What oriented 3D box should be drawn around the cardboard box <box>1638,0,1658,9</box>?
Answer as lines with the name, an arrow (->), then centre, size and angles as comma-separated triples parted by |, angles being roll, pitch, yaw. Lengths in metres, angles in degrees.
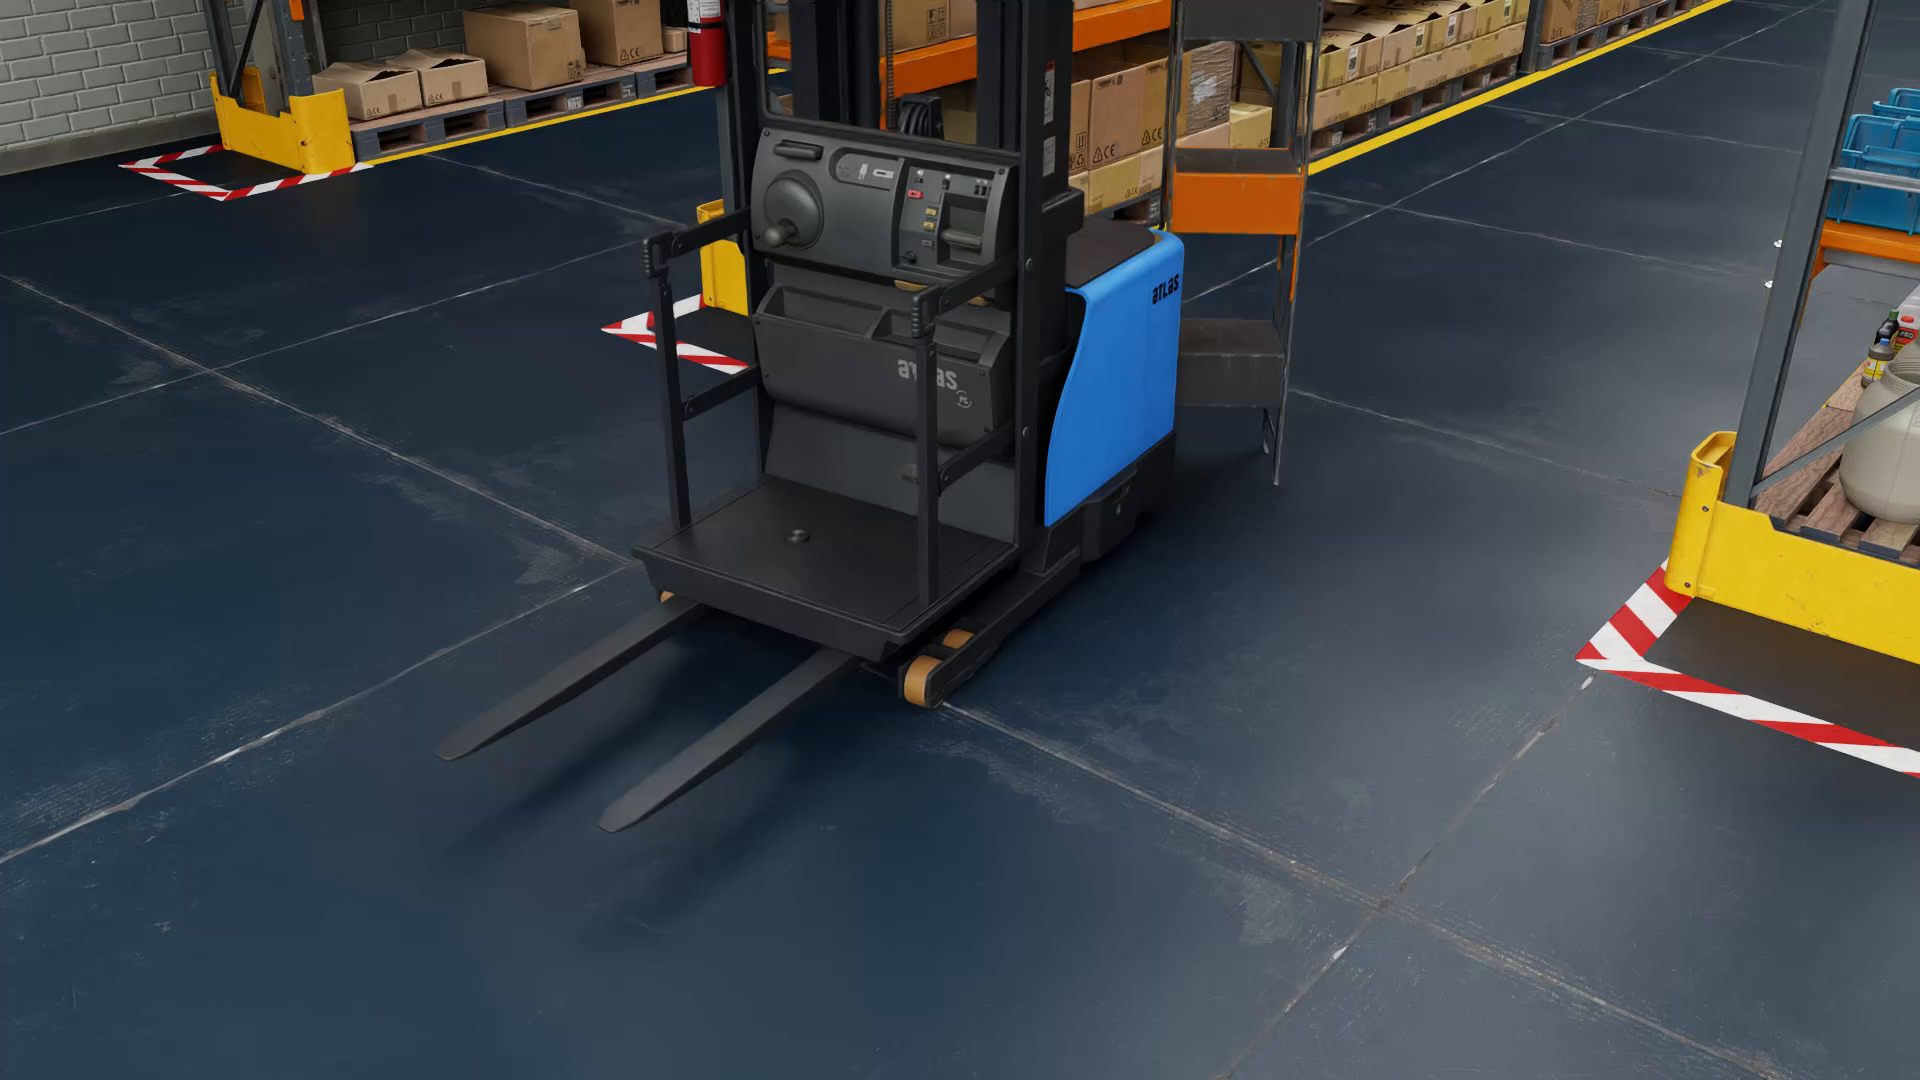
cardboard box -> 6.118, -5.195, 15.270 | 0.500, 0.500, 0.500 | 21, 34, 35

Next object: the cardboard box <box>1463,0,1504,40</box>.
cardboard box -> 3.838, -4.072, 12.782 | 0.500, 0.311, 0.500 | 20, 34, 34

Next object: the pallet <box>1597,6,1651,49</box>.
pallet -> 5.587, -4.747, 15.197 | 1.003, 0.211, 1.213 | 21, 34, 34

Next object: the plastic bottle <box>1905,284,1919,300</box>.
plastic bottle -> 4.239, -1.005, 7.331 | 0.144, 0.351, 0.185 | 22, 35, 36

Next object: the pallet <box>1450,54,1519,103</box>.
pallet -> 3.753, -3.782, 13.332 | 1.003, 0.211, 1.213 | 21, 34, 34

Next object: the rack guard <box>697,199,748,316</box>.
rack guard -> -0.797, -1.346, 8.308 | 1.175, 0.500, 0.348 | 21, 34, 34

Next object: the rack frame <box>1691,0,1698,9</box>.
rack frame -> 6.851, -6.720, 15.975 | 1.000, 3.000, 0.127 | 21, 34, 34

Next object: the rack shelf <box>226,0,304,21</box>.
rack shelf -> -3.335, -4.301, 12.082 | 1.077, 0.370, 4.000 | 21, 34, 34

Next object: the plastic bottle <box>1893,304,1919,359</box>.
plastic bottle -> 4.049, -0.862, 7.138 | 0.152, 0.276, 0.135 | 21, 34, 35

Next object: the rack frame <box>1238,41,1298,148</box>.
rack frame -> 1.762, -3.883, 10.492 | 1.000, 3.000, 0.127 | 21, 34, 34

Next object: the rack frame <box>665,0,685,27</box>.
rack frame -> -2.063, -5.330, 13.288 | 1.000, 3.000, 0.127 | 21, 34, 34

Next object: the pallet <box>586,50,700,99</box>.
pallet -> -2.463, -3.843, 13.448 | 1.003, 0.211, 1.213 | 21, 34, 34

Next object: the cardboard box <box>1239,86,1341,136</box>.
cardboard box -> 2.210, -2.919, 11.163 | 0.500, 0.250, 0.500 | 20, 33, 33

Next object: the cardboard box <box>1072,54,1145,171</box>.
cardboard box -> 0.687, -2.419, 9.382 | 0.500, 0.500, 0.500 | 21, 34, 34

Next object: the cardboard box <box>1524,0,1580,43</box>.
cardboard box -> 4.816, -4.464, 13.857 | 0.500, 0.500, 0.500 | 22, 35, 36

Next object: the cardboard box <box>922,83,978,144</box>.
cardboard box -> 0.047, -2.066, 8.699 | 0.500, 0.500, 0.500 | 21, 34, 34

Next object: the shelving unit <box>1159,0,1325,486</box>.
shelving unit -> 1.032, -1.246, 6.374 | 0.503, 2.100, 0.431 | 1, 27, 3

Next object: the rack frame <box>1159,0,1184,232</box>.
rack frame -> 0.789, -1.252, 6.384 | 0.015, 2.100, 0.400 | 1, 27, 3

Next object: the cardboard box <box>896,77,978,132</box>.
cardboard box -> -0.046, -2.399, 9.343 | 0.500, 0.500, 0.500 | 21, 34, 34

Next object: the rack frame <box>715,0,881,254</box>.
rack frame -> -0.782, -2.465, 7.750 | 1.000, 3.000, 0.127 | 21, 34, 34

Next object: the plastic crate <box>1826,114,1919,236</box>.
plastic crate -> 3.125, -1.215, 5.496 | 0.499, 0.251, 0.616 | 21, 34, 34

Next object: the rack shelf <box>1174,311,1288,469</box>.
rack shelf -> 1.032, -0.612, 6.702 | 0.480, 0.518, 0.431 | 1, 27, 3

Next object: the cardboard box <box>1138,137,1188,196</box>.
cardboard box -> 1.003, -2.264, 9.898 | 0.500, 0.250, 0.500 | 21, 34, 34

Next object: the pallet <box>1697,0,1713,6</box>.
pallet -> 7.288, -5.724, 17.085 | 1.003, 0.211, 1.213 | 21, 34, 34

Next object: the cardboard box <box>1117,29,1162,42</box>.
cardboard box -> 0.914, -2.929, 10.367 | 0.500, 0.500, 0.500 | 21, 34, 34

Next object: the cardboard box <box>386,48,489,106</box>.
cardboard box -> -3.735, -3.334, 11.877 | 0.500, 0.311, 0.500 | 24, 36, 38

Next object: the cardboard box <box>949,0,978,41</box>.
cardboard box -> -0.145, -2.859, 8.403 | 0.700, 0.500, 0.500 | 22, 34, 36

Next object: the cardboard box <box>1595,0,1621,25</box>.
cardboard box -> 5.468, -4.828, 14.560 | 0.500, 0.500, 0.500 | 20, 34, 34

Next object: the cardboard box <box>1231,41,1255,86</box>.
cardboard box -> 1.798, -3.325, 11.338 | 0.500, 0.311, 0.500 | 21, 34, 34

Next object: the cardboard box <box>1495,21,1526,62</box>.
cardboard box -> 4.160, -4.009, 13.270 | 0.500, 0.250, 0.500 | 22, 34, 36

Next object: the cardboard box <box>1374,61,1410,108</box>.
cardboard box -> 2.863, -3.284, 11.870 | 0.500, 0.250, 0.500 | 20, 33, 33

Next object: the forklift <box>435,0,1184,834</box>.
forklift -> -0.374, -1.017, 5.026 | 1.130, 2.935, 3.031 | 16, 31, 28

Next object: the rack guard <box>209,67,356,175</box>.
rack guard -> -4.559, -2.828, 11.173 | 1.175, 0.500, 0.348 | 21, 34, 34

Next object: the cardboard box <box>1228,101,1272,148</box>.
cardboard box -> 1.636, -2.620, 10.586 | 0.500, 0.250, 0.500 | 21, 34, 34

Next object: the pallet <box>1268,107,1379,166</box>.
pallet -> 2.201, -2.917, 11.659 | 1.003, 0.211, 1.213 | 21, 34, 34

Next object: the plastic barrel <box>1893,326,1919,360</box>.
plastic barrel -> 3.716, -0.531, 6.262 | 0.421, 0.512, 0.421 | 0, 27, 0

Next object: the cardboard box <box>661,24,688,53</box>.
cardboard box -> -2.380, -4.068, 13.454 | 0.380, 0.166, 0.250 | 16, 31, 28

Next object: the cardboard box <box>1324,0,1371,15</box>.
cardboard box -> 2.766, -3.864, 12.381 | 0.500, 0.311, 0.500 | 20, 34, 34

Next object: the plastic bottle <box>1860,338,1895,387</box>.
plastic bottle -> 3.868, -0.748, 6.998 | 0.097, 0.201, 0.097 | 0, 27, 0

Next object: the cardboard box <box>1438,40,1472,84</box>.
cardboard box -> 3.513, -3.648, 12.572 | 0.500, 0.250, 0.500 | 22, 34, 36

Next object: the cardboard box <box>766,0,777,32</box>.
cardboard box -> -1.607, -4.681, 14.275 | 0.700, 0.500, 0.500 | 22, 35, 36

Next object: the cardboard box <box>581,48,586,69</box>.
cardboard box -> -3.096, -3.698, 12.757 | 0.380, 0.149, 0.250 | 18, 32, 30

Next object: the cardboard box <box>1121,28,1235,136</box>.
cardboard box -> 1.309, -2.779, 10.077 | 0.500, 0.500, 0.500 | 21, 34, 34

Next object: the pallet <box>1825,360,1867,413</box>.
pallet -> 4.347, -0.535, 7.055 | 1.003, 0.211, 1.213 | 21, 34, 34

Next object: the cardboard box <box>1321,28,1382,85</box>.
cardboard box -> 2.540, -3.347, 11.381 | 0.500, 0.311, 0.500 | 20, 34, 34

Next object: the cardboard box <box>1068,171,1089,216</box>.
cardboard box -> 0.364, -1.911, 9.215 | 0.500, 0.250, 0.500 | 21, 34, 34

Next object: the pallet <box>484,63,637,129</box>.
pallet -> -3.238, -3.408, 12.608 | 1.003, 0.211, 1.213 | 21, 34, 34

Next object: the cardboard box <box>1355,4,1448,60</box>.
cardboard box -> 3.194, -3.717, 12.095 | 0.500, 0.311, 0.500 | 22, 34, 36

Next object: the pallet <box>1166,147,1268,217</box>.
pallet -> 1.224, -2.375, 10.611 | 1.003, 0.211, 1.213 | 21, 34, 34
